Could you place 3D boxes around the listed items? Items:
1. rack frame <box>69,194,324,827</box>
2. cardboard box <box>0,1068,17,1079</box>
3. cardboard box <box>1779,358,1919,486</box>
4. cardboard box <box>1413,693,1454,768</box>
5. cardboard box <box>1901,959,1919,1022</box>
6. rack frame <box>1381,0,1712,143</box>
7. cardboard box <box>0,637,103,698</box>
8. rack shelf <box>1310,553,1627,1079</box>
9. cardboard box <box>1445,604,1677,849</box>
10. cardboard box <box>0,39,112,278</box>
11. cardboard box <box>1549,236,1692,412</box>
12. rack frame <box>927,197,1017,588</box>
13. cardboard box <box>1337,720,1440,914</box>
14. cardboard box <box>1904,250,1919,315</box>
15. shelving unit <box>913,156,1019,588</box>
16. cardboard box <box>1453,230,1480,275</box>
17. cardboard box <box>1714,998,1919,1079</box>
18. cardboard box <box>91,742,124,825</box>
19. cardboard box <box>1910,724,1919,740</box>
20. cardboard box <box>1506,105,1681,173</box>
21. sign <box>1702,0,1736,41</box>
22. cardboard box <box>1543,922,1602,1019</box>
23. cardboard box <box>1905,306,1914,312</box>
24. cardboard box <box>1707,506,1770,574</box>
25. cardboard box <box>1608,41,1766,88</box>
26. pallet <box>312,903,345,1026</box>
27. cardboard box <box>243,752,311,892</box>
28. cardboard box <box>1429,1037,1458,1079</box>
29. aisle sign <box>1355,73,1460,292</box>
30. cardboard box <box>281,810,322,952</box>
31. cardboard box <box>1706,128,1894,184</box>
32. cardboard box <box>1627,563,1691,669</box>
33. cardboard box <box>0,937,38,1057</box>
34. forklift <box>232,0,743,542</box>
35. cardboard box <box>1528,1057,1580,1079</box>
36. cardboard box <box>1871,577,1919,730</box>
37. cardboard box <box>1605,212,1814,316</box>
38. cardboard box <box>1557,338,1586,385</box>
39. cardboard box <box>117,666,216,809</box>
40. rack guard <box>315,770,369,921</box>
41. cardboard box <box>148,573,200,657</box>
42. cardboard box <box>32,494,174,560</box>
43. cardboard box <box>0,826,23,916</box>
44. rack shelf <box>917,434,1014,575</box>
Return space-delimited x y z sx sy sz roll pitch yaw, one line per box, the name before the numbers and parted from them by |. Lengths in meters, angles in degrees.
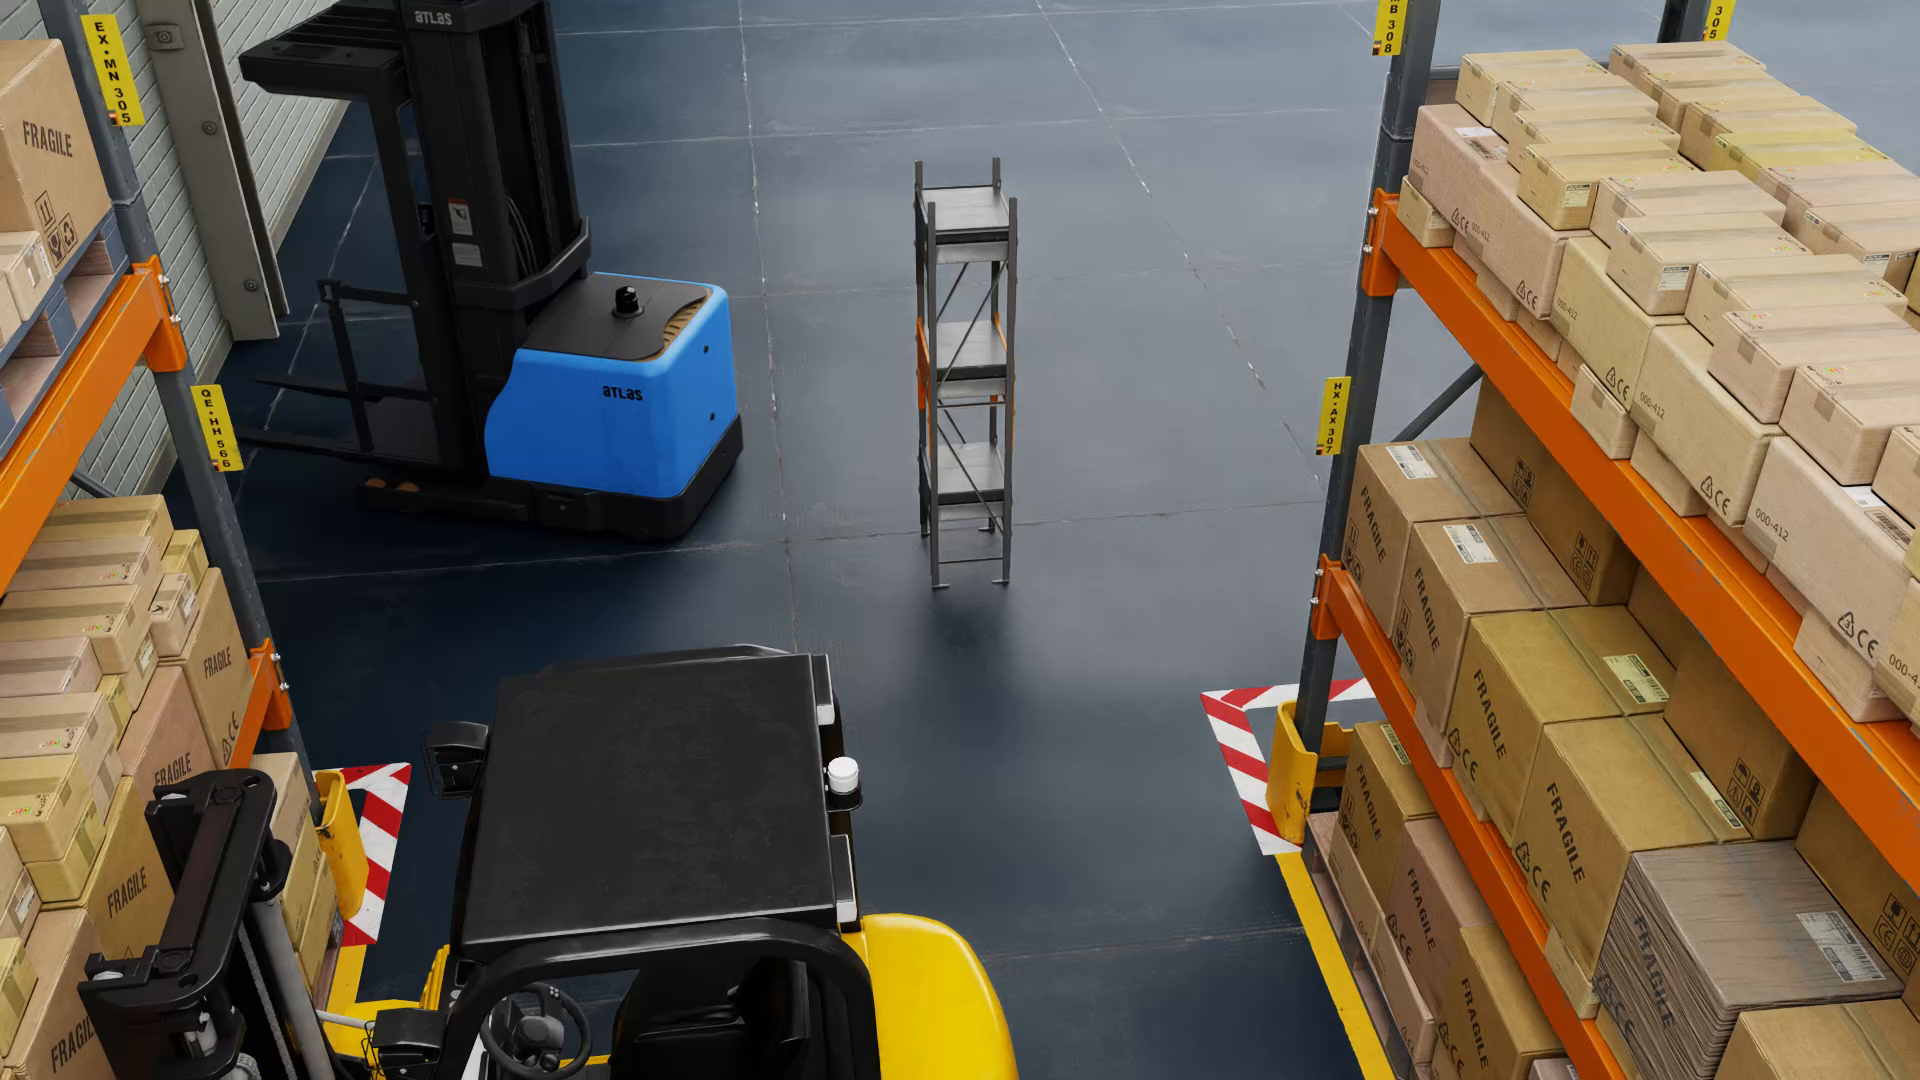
rack frame | -3.006 0.241 5.861 1.000 3.000 0.127 -4 35 -6
cardboard box | -2.425 1.593 3.789 0.500 0.500 0.500 -5 35 -7
cardboard box | 1.950 -0.249 3.432 0.380 0.149 0.250 -4 34 -6
cardboard box | 1.744 0.611 5.541 0.380 0.149 0.250 -4 34 -6
cardboard box | 2.558 0.969 3.552 0.700 0.500 0.500 -4 34 -6
rack frame | 1.912 -2.616 4.727 1.000 3.000 0.127 -4 35 -6
cardboard box | -2.663 0.416 4.675 0.380 0.149 0.250 -4 34 -6
rack shelf | 2.181 1.276 4.981 1.077 0.370 4.000 -4 35 -6
cardboard box | 1.843 0.557 5.045 0.500 0.500 0.500 -5 35 -7
cardboard box | -2.705 -1.026 4.507 0.500 0.500 0.500 -3 34 -5
cardboard box | 1.868 -0.568 4.255 0.500 0.250 0.500 -3 34 -5
rack frame | 0.055 -0.639 7.952 0.400 2.100 0.015 -4 35 -6
cardboard box | 1.750 1.000 6.150 0.500 0.500 0.500 -5 35 -8
cardboard box | 2.489 -0.583 3.921 0.380 0.149 0.250 -4 34 -5
shelving unit | 0.022 -0.775 8.152 0.431 2.100 0.503 -4 35 -6
cardboard box | 1.759 -0.923 5.129 0.380 0.149 0.250 -5 35 -8
cardboard box | 2.068 1.415 3.786 0.500 0.500 0.500 -3 34 -5
cardboard box | -2.539 0.678 4.555 0.380 0.149 0.250 -5 35 -8
cardboard box | 2.113 0.373 3.227 0.380 0.149 0.250 -5 35 -8
cardboard box | 1.780 -1.105 4.688 0.380 0.149 0.250 -4 35 -6
sign | 2.465 -1.773 5.367 0.100 0.325 0.005 -4 35 -6
cardboard box | 1.889 1.190 4.692 0.380 0.149 0.250 -4 34 -6
cardboard box | 2.389 -0.602 4.304 0.500 0.250 0.500 -3 34 -5
cardboard box | 1.992 -0.063 3.868 0.380 0.149 0.250 -5 35 -7
cardboard box | 2.250 -1.436 5.173 0.380 0.149 0.250 -4 34 -6
pallet | -2.862 1.817 6.025 1.003 0.211 1.213 -4 35 -6
cardboard box | -2.635 1.024 5.893 0.500 0.250 0.500 -3 34 -5
cardboard box | 1.893 1.886 5.517 0.500 0.250 0.500 -2 34 -3
aisle sign | 1.596 -1.222 5.700 0.394 0.787 0.004 -4 35 -6
cardboard box | -2.631 1.245 6.013 0.500 0.250 0.500 -5 35 -7
cardboard box | 2.282 -1.003 4.538 0.380 0.149 0.250 -4 34 -6
cardboard box | 2.428 0.114 4.807 0.700 0.500 0.500 -5 35 -7
cardboard box | -2.439 1.102 3.934 0.380 0.149 0.250 -5 35 -7
forklift | -2.814 -1.636 8.677 3.031 2.935 1.130 8 35 11
cardboard box | 1.964 1.870 4.874 0.500 0.500 0.500 -3 34 -4
cardboard box | 2.055 0.287 3.000 0.500 0.250 0.500 -5 35 -7
cardboard box | 1.822 -0.676 4.059 0.380 0.149 0.250 -3 34 -5
cardboard box | 1.858 -0.489 4.492 0.380 0.149 0.250 -5 35 -8
cardboard box | -2.619 0.745 5.034 0.500 0.500 0.500 -3 34 -5
rack guard | -3.009 1.261 6.585 1.175 0.500 0.348 -4 35 -6
cardboard box | -2.618 0.244 5.192 0.380 0.149 0.250 -4 34 -6
cardboard box | -2.749 -0.007 5.297 0.380 0.149 0.250 -4 35 -6
cardboard box | -2.537 0.848 4.041 0.380 0.149 0.250 -4 34 -6
rack shelf | 0.022 -0.186 8.554 0.431 0.518 0.480 -4 35 -6
